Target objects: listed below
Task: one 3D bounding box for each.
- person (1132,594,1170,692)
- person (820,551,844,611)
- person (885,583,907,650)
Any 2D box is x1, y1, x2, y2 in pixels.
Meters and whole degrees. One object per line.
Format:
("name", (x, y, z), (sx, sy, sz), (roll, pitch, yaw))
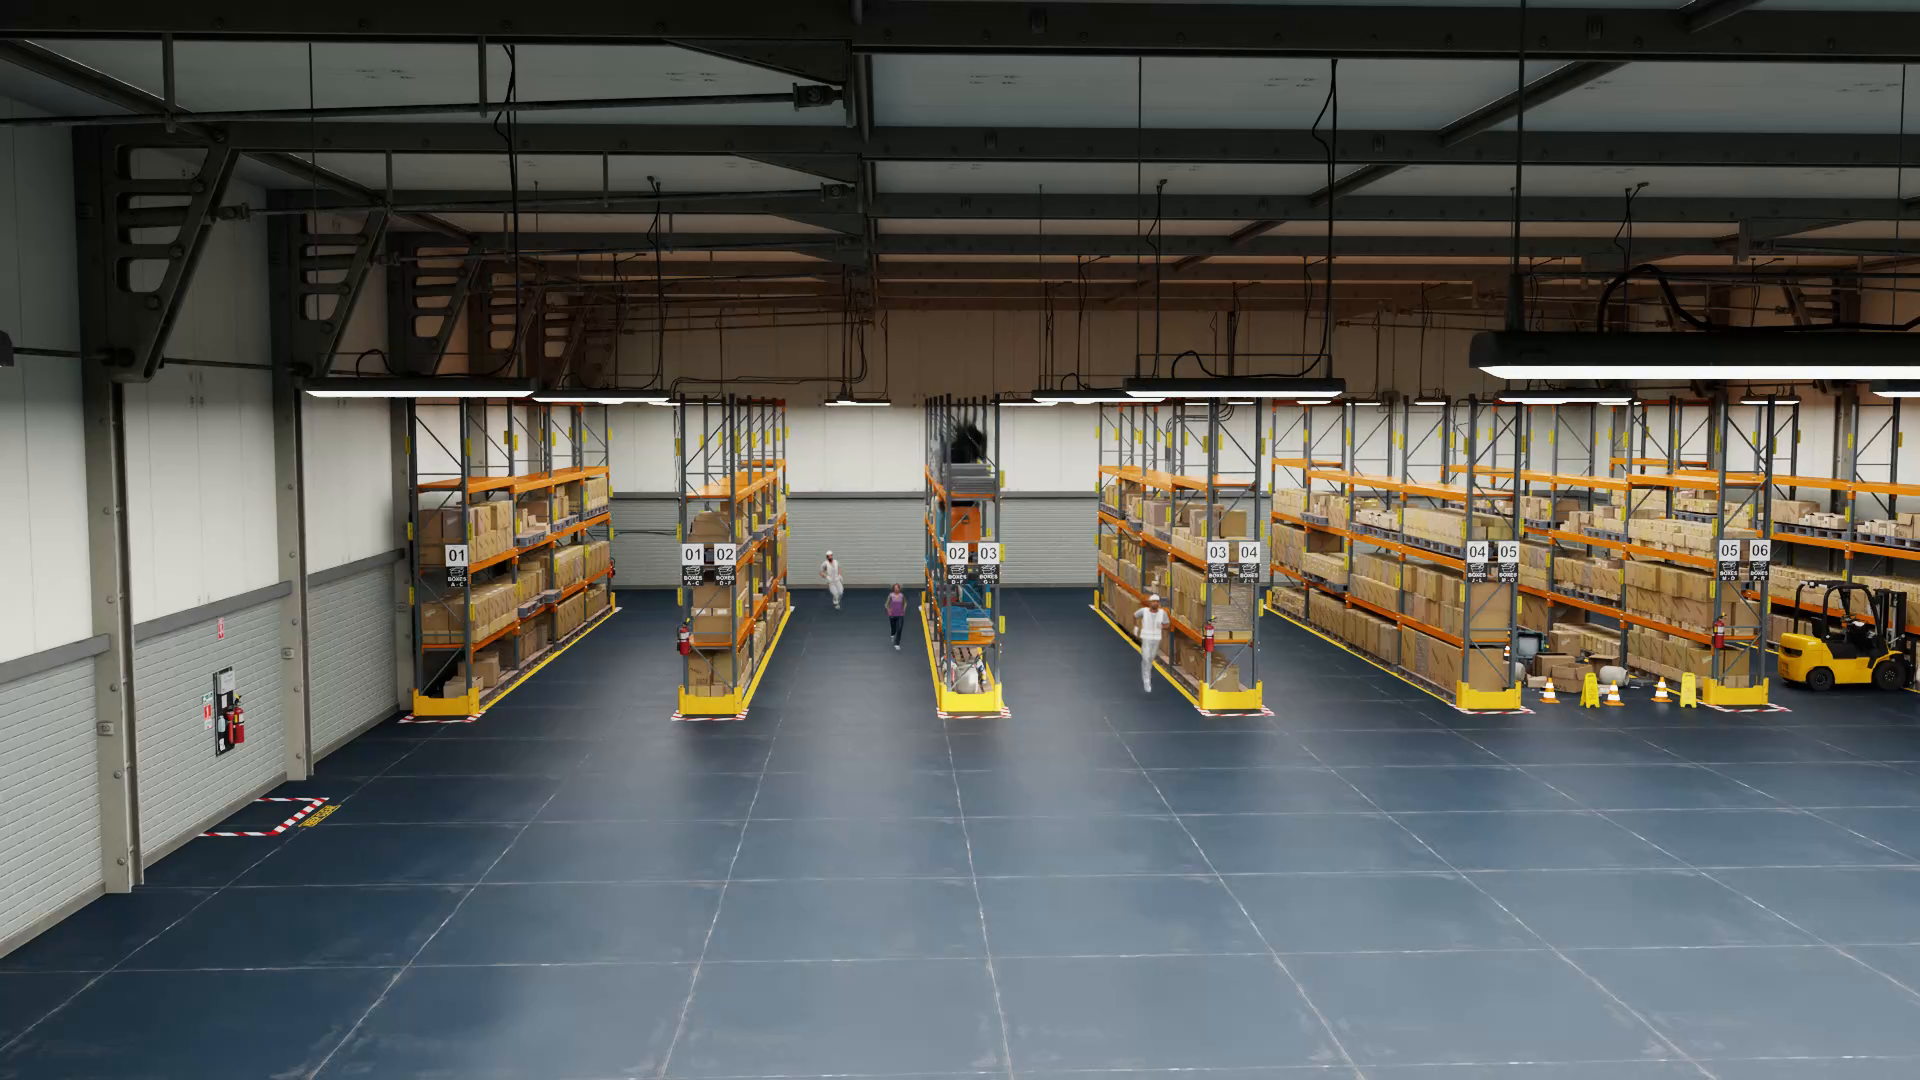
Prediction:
("person", (3.748, 1.986, 32.478), (0.668, 1.856, 0.769), (-1, 5, -12))
("person", (-3.610, 1.159, 46.961), (0.720, 1.718, 0.557), (-2, 5, -25))
("person", (-1.515, 1.816, 39.690), (0.542, 1.574, 0.694), (-1, 5, -9))
